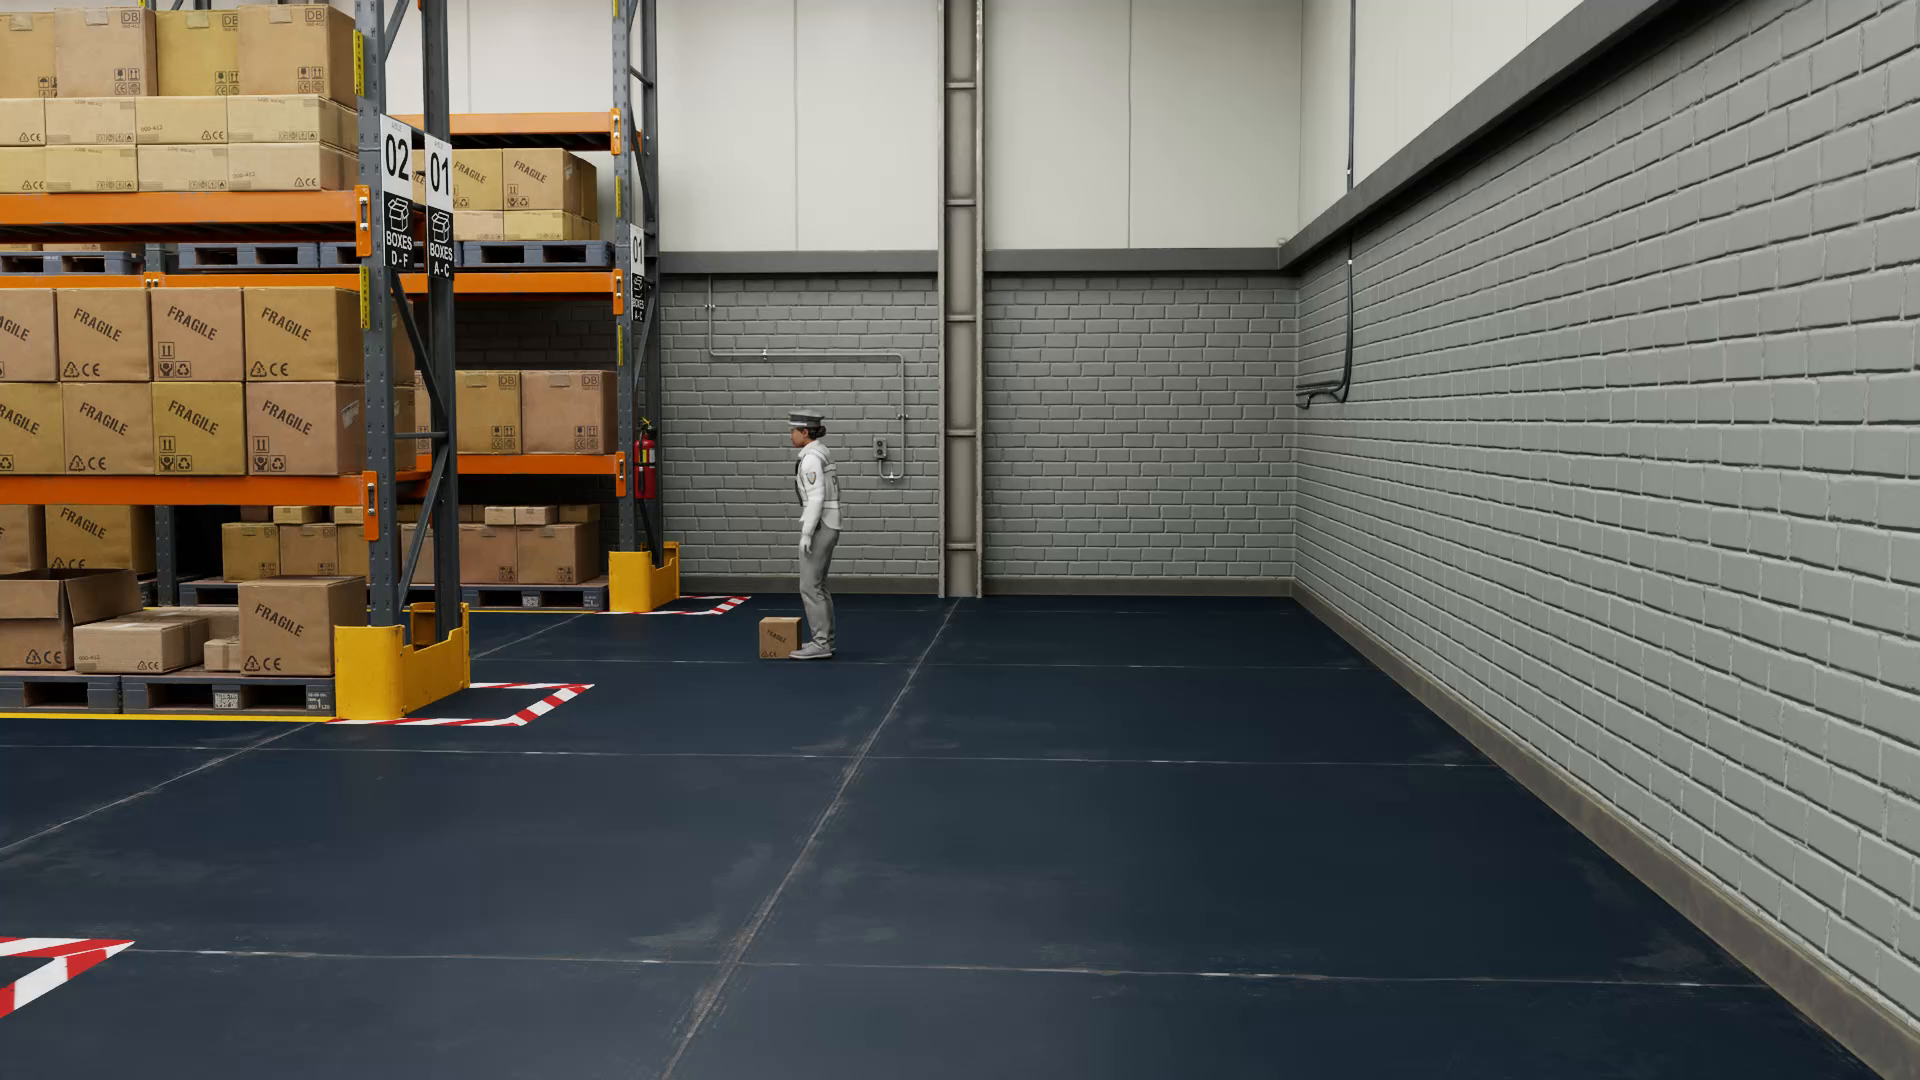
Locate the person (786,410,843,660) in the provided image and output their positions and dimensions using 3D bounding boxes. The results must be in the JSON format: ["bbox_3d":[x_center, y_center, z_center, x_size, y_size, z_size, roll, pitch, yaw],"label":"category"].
[{"bbox_3d":[-0.974,-0.042,11.173,0.378,1.663,0.531,0,4,3],"label":"person"}]
